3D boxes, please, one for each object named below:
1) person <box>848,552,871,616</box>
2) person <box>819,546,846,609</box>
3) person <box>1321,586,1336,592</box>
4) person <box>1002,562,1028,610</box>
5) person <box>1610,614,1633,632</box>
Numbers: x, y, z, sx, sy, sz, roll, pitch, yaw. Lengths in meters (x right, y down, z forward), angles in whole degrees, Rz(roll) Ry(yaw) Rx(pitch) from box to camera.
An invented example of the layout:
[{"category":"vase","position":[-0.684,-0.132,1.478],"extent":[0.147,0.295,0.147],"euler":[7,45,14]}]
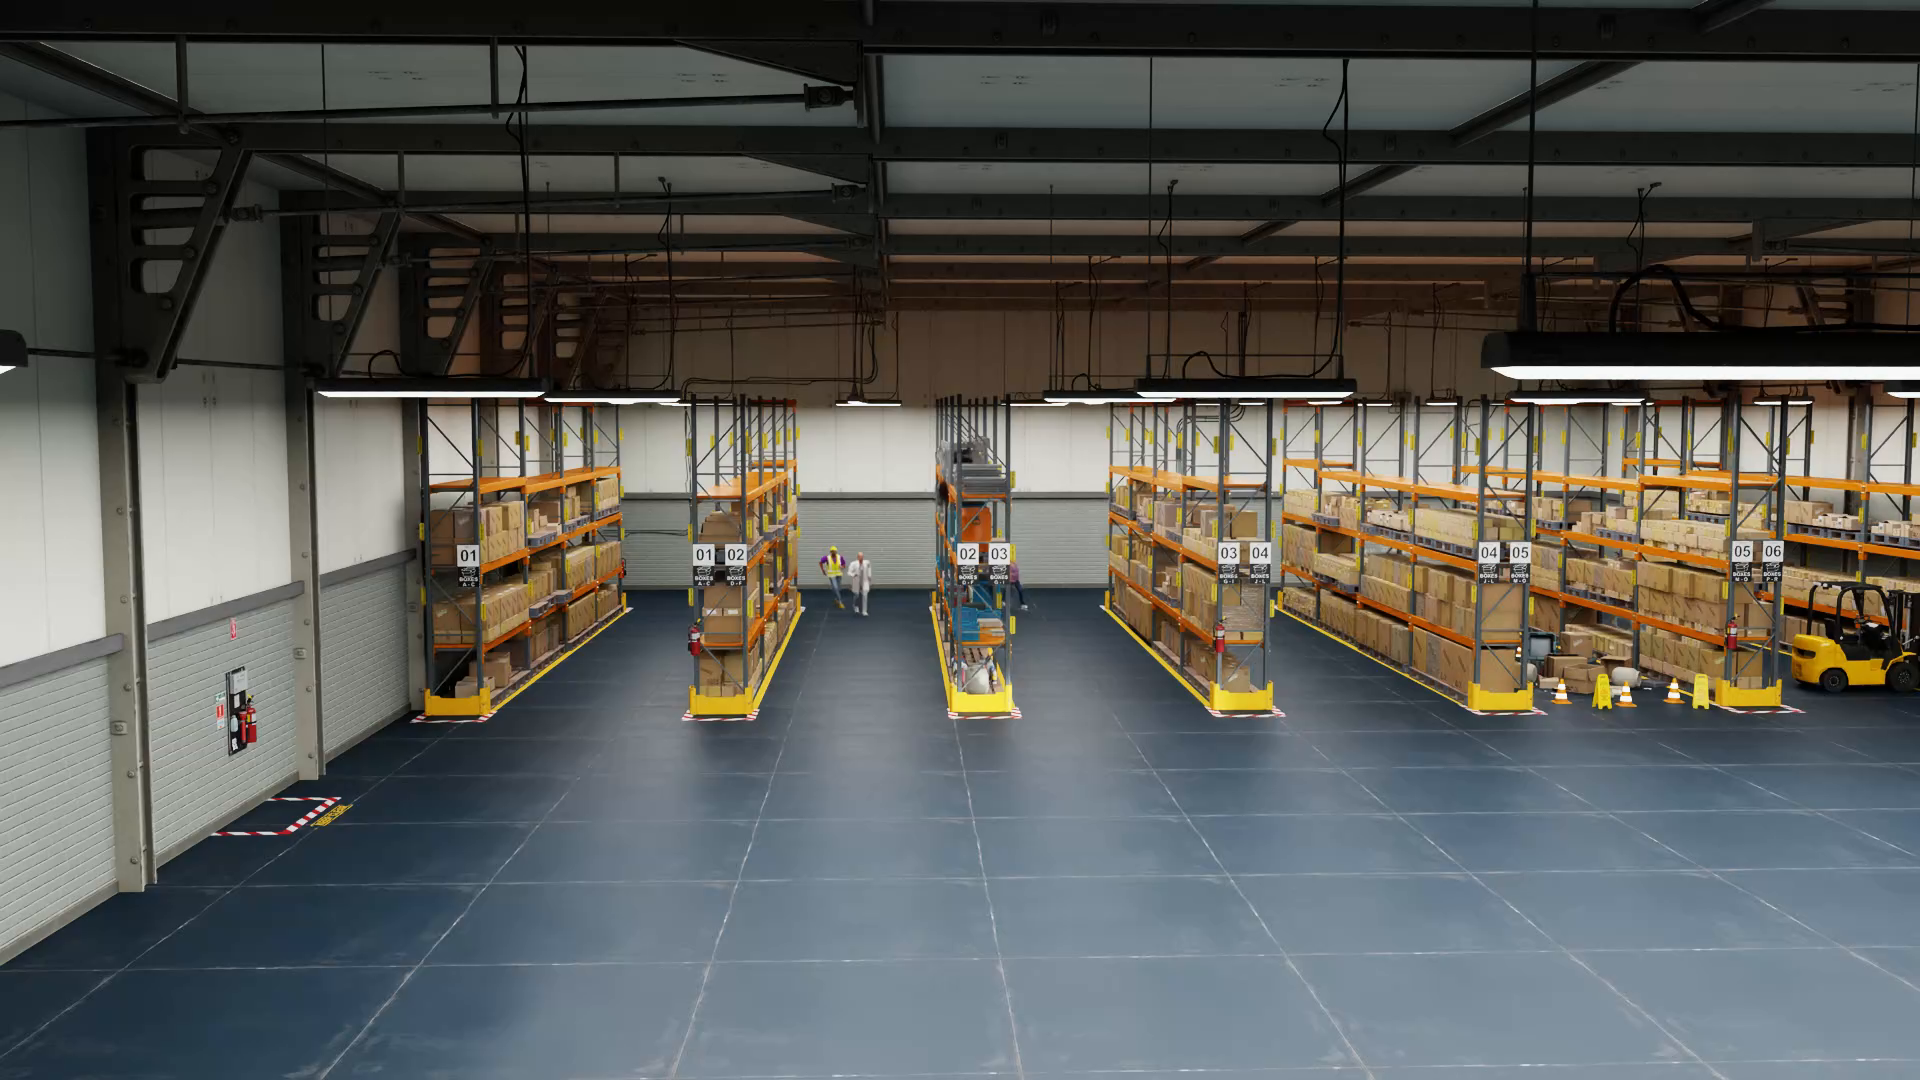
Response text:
[{"category":"person","position":[-2.771,1.196,45.925],"extent":[0.691,1.738,1.147],"euler":[-1,5,-13]},{"category":"person","position":[-3.615,1.063,47.908],"extent":[0.711,1.783,0.921],"euler":[-2,5,-26]},{"category":"person","position":[10.650,1.056,48.502],"extent":[0.673,1.736,0.691],"euler":[2,5,22]},{"category":"person","position":[1.497,1.198,47.537],"extent":[0.560,1.585,0.878],"euler":[-3,5,-33]},{"category":"person","position":[16.885,1.570,42.409],"extent":[0.562,1.640,0.955],"euler":[-1,5,-13]}]
